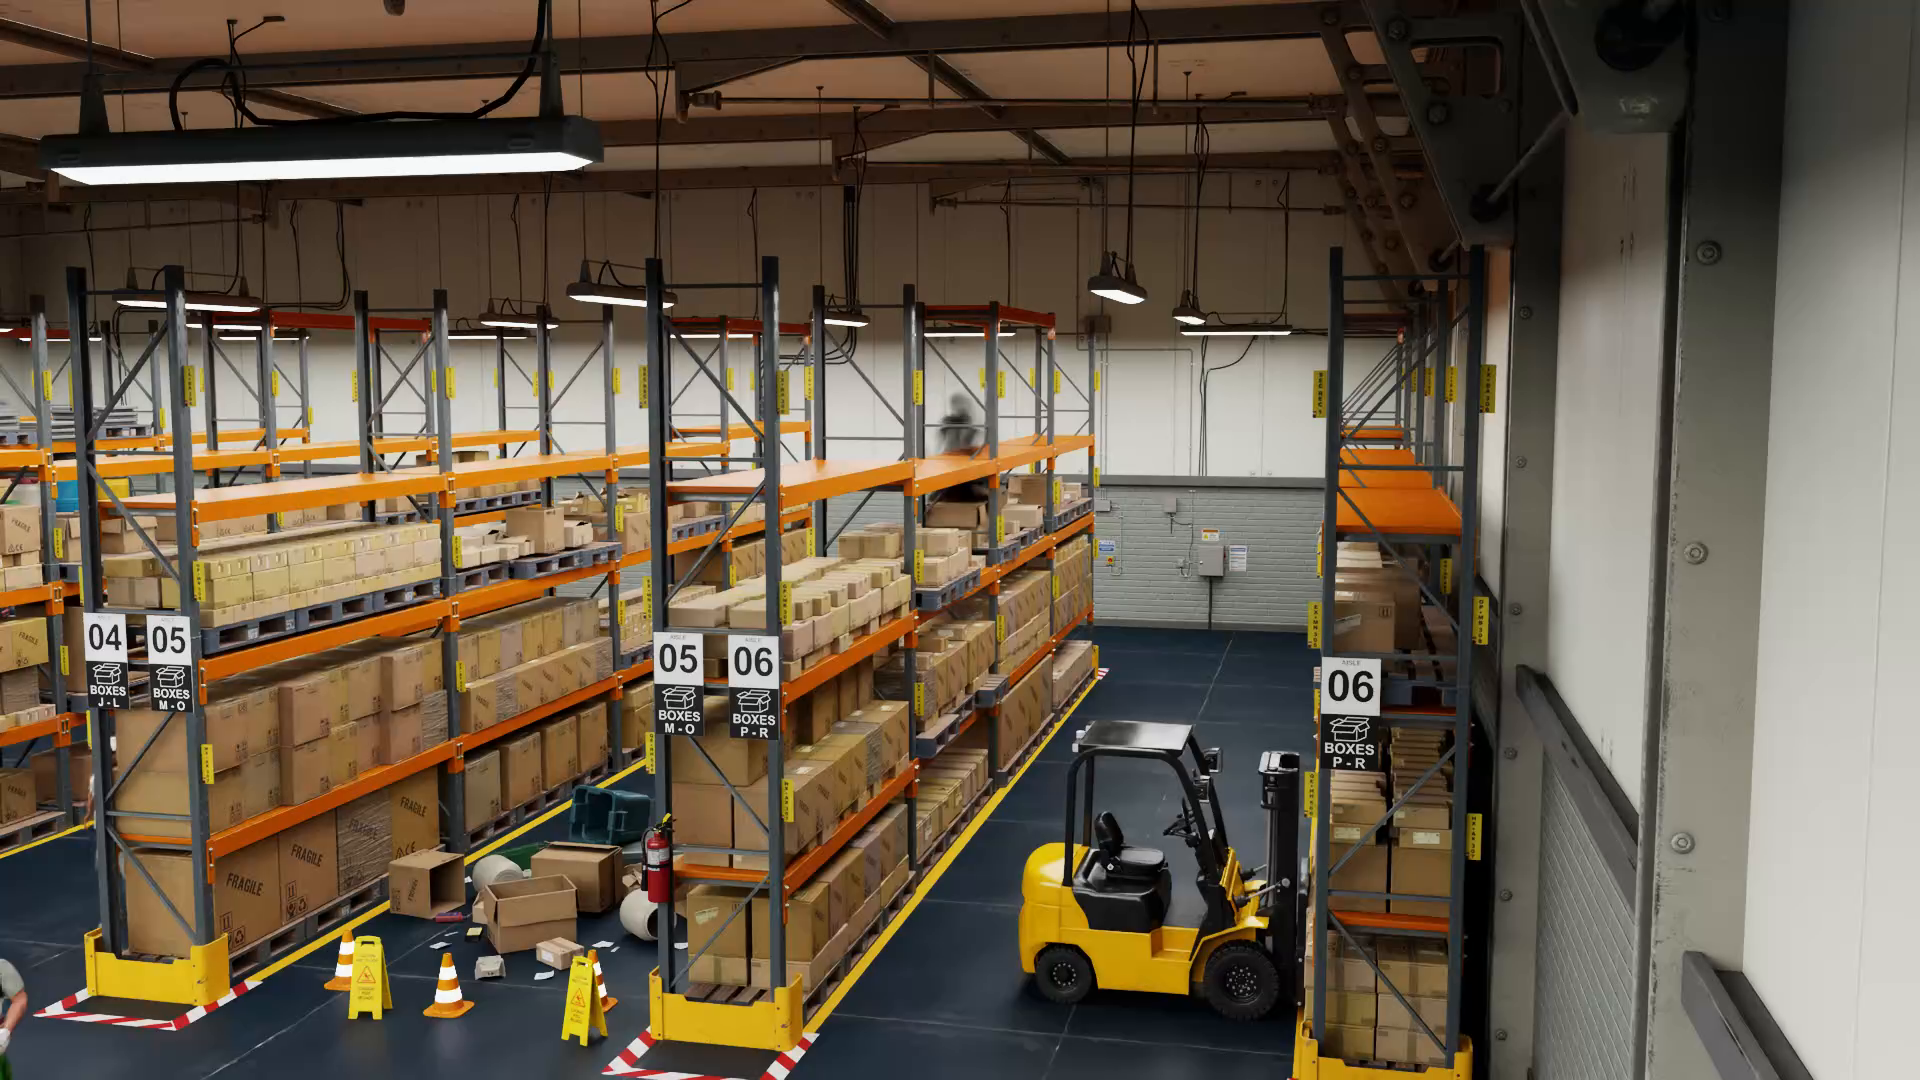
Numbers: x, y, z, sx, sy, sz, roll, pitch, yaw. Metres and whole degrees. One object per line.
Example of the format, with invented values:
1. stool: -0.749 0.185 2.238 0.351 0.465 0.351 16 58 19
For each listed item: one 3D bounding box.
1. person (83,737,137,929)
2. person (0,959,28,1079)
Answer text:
1. person: -7.923 2.714 15.681 0.707 1.754 0.777 0 6 5
2. person: -6.233 3.249 10.510 0.630 1.771 1.104 -4 7 -32
